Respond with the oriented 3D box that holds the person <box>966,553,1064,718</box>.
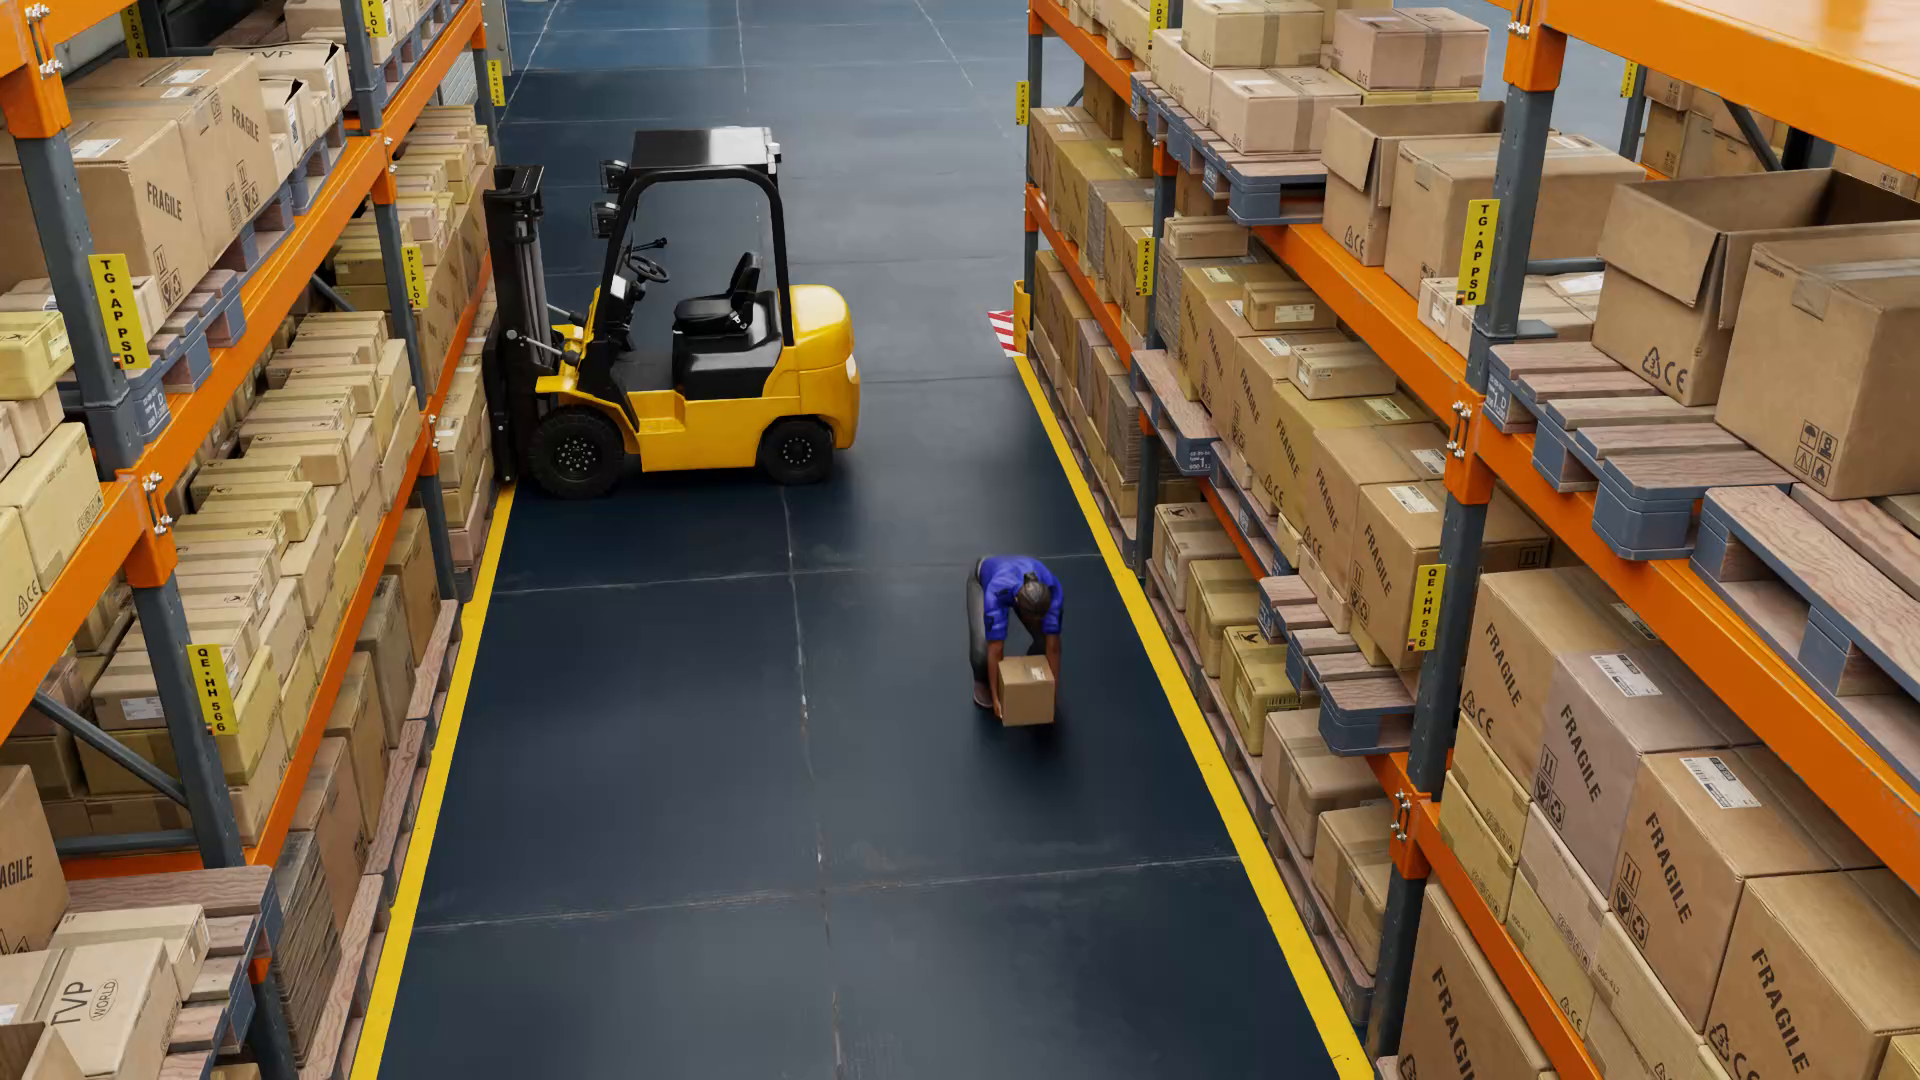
[{"bbox_3d":[0.287,0.472,8.494,0.472,0.944,0.865,-5,28,-9],"label":"person"}]
